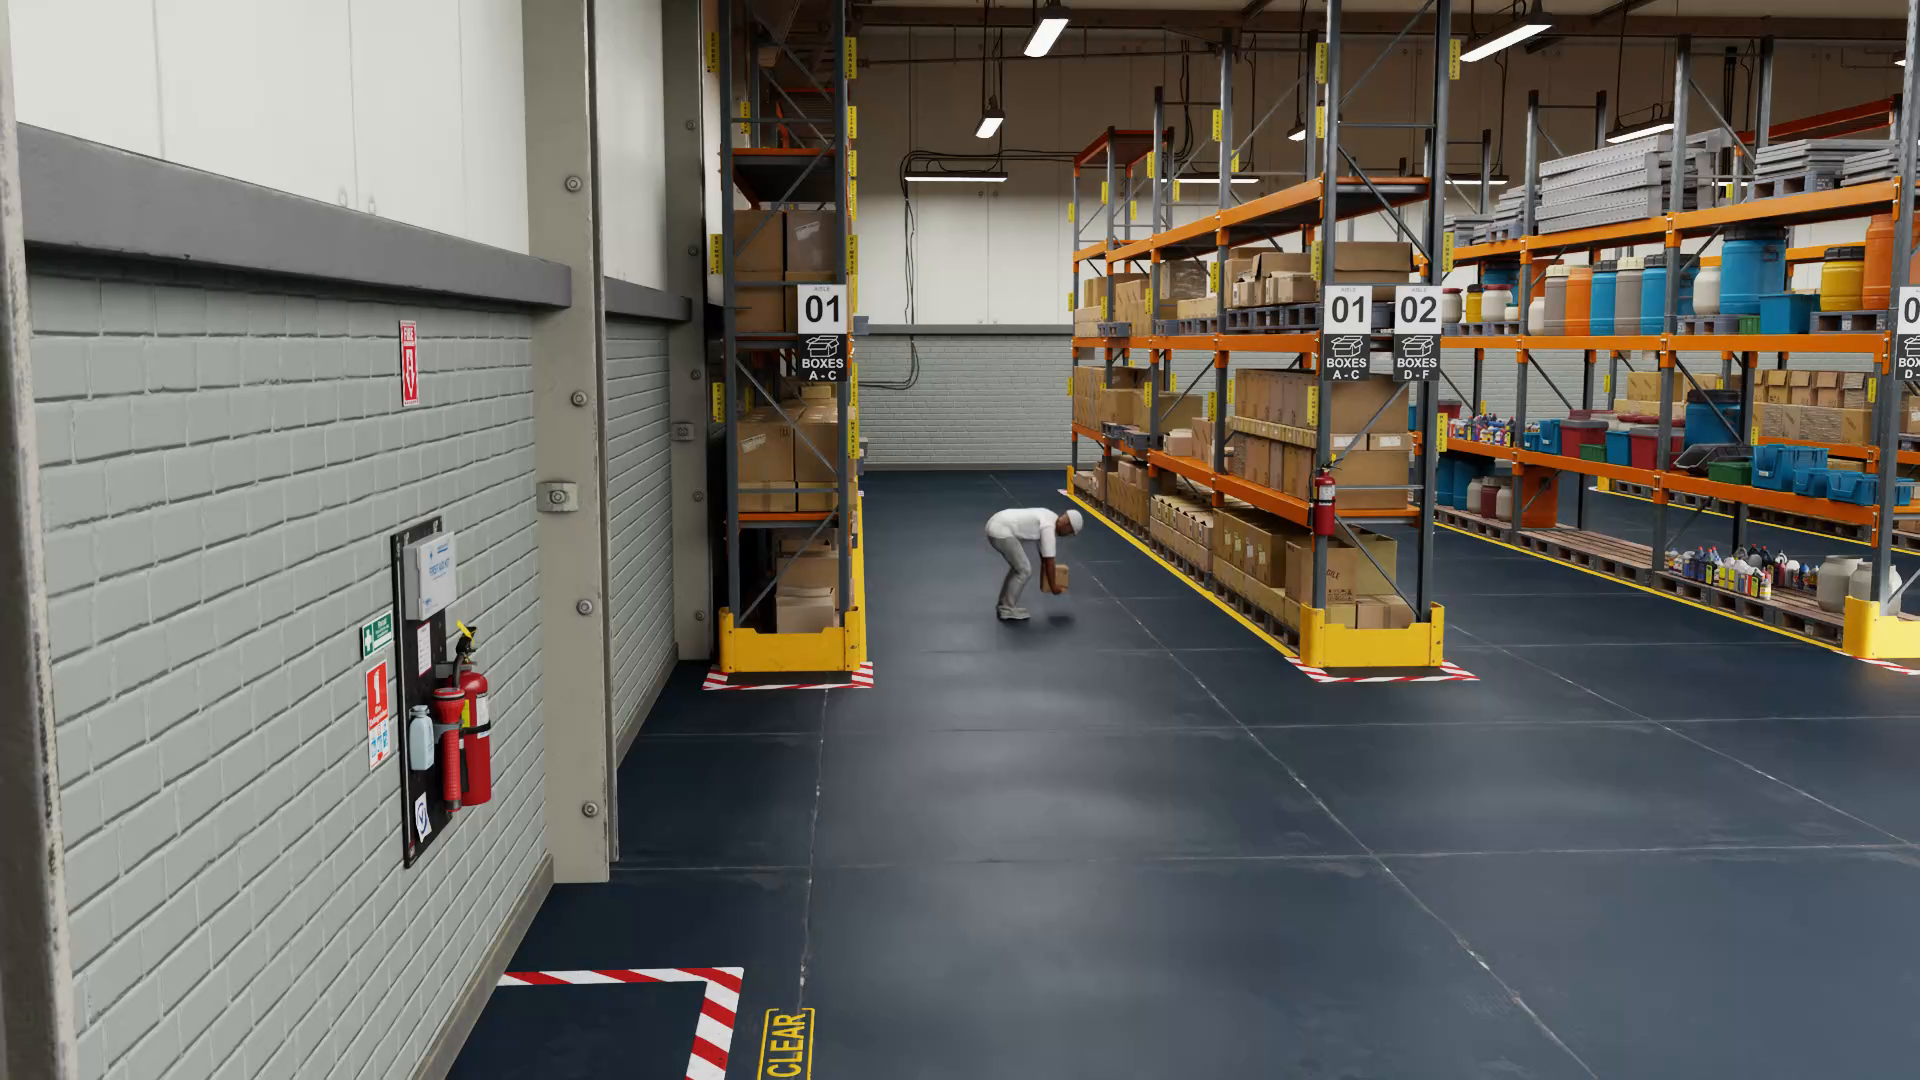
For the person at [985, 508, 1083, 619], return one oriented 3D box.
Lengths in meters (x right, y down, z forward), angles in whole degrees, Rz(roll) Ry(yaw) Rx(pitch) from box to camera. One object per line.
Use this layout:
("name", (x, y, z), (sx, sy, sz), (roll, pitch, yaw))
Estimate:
("person", (0.745, 0.225, 16.596), (0.974, 1.088, 0.469), (-1, 7, -6))
